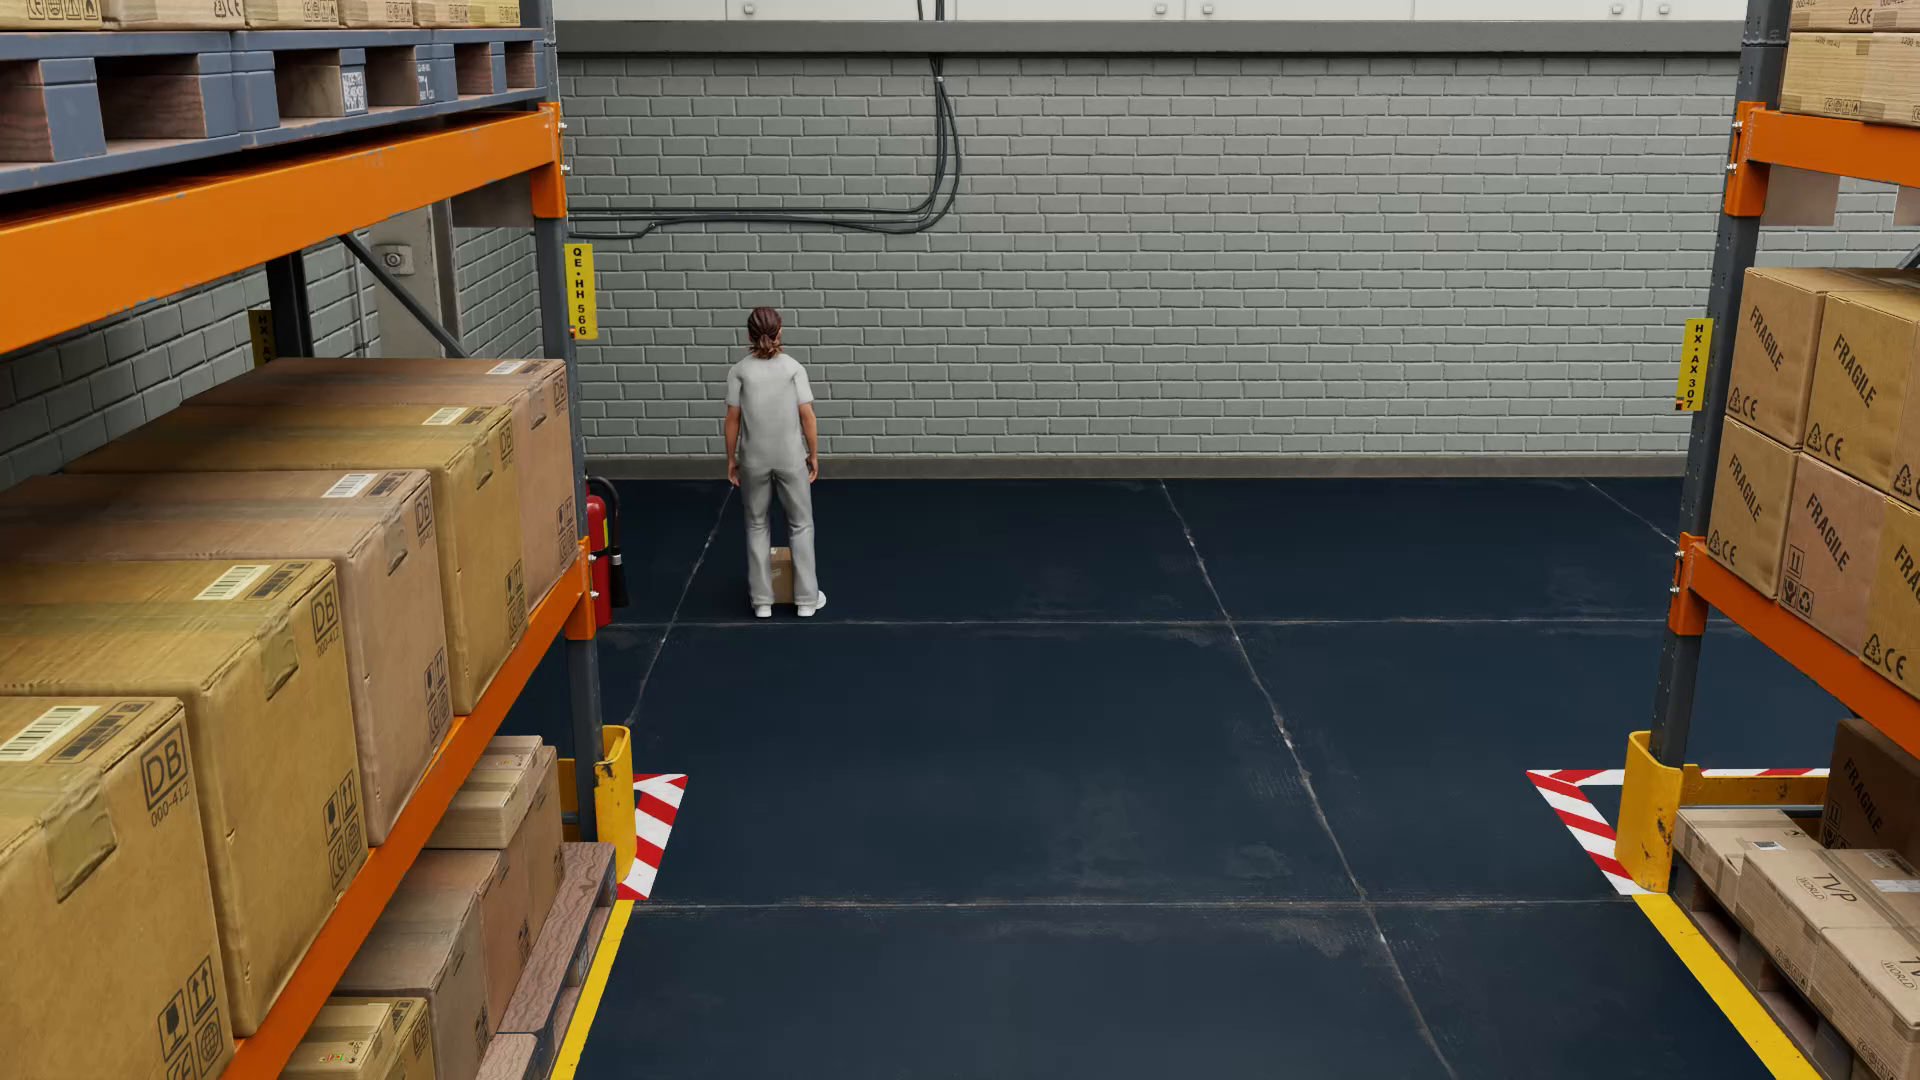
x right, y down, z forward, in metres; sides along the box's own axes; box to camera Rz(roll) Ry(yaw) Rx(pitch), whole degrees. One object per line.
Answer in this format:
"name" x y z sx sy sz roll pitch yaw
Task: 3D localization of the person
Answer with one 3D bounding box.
"person" -0.992 -0.409 8.872 0.513 1.671 0.364 -1 17 -4
